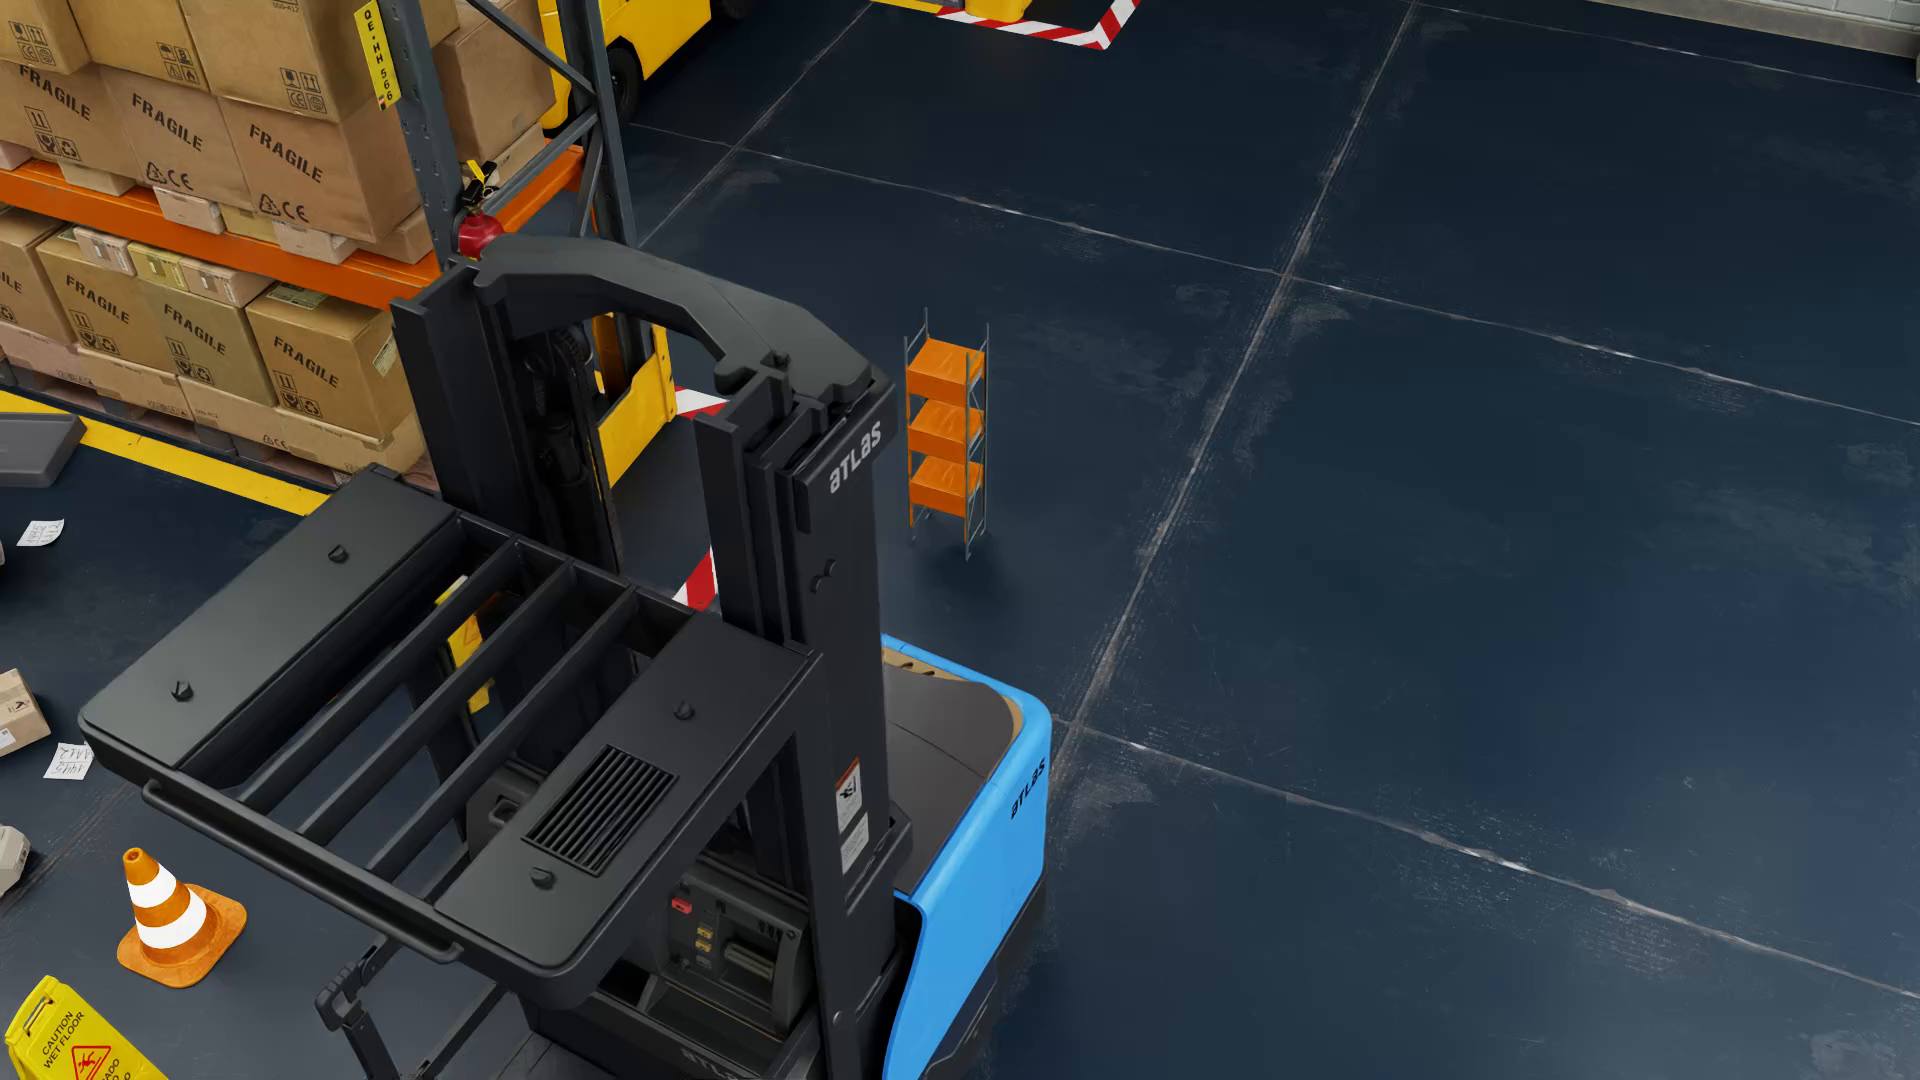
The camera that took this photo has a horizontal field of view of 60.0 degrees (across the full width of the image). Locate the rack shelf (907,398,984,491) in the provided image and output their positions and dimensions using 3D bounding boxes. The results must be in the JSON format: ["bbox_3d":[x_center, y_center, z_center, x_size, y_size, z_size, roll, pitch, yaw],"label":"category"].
[{"bbox_3d":[-0.049,-0.379,6.402,0.240,0.259,0.215,16,47,16],"label":"rack shelf"}]

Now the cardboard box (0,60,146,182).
[{"bbox_3d":[-3.064,-1.691,6.041,0.500,0.500,0.500,16,47,16],"label":"cardboard box"}]

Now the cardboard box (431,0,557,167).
[{"bbox_3d":[-1.867,-1.755,6.105,0.500,0.500,0.500,16,47,15],"label":"cardboard box"}]

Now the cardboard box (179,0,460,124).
[{"bbox_3d":[-2.092,-1.796,5.438,0.500,0.500,0.700,15,47,15],"label":"cardboard box"}]

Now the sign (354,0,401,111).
[{"bbox_3d":[-1.769,-1.471,5.057,0.005,0.325,0.100,16,47,16],"label":"sign"}]

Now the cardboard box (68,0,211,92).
[{"bbox_3d":[-2.556,-1.939,5.581,0.500,0.500,0.700,17,47,16],"label":"cardboard box"}]

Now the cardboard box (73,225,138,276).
[{"bbox_3d":[-3.214,-1.221,6.511,0.250,0.149,0.380,18,48,18],"label":"cardboard box"}]

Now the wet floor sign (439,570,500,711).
[{"bbox_3d":[-1.773,0.278,6.013,0.232,0.644,0.267,33,54,29],"label":"wet floor sign"}]

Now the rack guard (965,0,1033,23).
[{"bbox_3d":[0.393,-3.644,10.058,0.348,0.500,1.175,16,47,16],"label":"rack guard"}]

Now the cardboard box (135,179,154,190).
[{"bbox_3d":[-2.900,-1.469,6.278,0.250,0.149,0.380,17,47,16],"label":"cardboard box"}]

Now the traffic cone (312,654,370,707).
[{"bbox_3d":[-2.430,0.318,6.103,0.334,0.463,0.336,16,47,16],"label":"traffic cone"}]

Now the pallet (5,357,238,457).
[{"bbox_3d":[-3.465,-0.913,7.518,1.213,0.211,1.003,16,47,16],"label":"pallet"}]

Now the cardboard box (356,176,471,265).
[{"bbox_3d":[-1.964,-1.178,5.985,0.250,0.149,0.380,18,48,17],"label":"cardboard box"}]

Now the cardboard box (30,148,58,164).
[{"bbox_3d":[-3.367,-1.606,6.415,0.250,0.149,0.380,16,47,16],"label":"cardboard box"}]

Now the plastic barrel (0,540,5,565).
[{"bbox_3d":[-4.026,0.033,6.416,0.512,0.421,0.421,-20,48,-19],"label":"plastic barrel"}]

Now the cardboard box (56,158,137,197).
[{"bbox_3d":[-3.171,-1.480,6.288,0.250,0.149,0.380,16,47,15],"label":"cardboard box"}]

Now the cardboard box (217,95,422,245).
[{"bbox_3d":[-2.143,-1.413,5.762,0.500,0.500,0.500,16,47,15],"label":"cardboard box"}]

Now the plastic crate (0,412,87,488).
[{"bbox_3d":[-4.095,-0.396,7.091,0.583,0.080,0.402,2,45,2],"label":"plastic crate"}]

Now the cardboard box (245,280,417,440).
[{"bbox_3d":[-2.376,-0.792,6.540,0.500,0.500,0.500,17,47,16],"label":"cardboard box"}]

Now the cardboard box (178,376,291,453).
[{"bbox_3d":[-2.861,-0.669,6.947,0.500,0.250,0.500,17,47,16],"label":"cardboard box"}]

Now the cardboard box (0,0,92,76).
[{"bbox_3d":[-3.066,-2.010,5.653,0.500,0.500,0.700,16,47,15],"label":"cardboard box"}]

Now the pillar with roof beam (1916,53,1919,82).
[{"bbox_3d":[3.956,-3.008,3.393,0.400,9.000,9.100,16,47,16],"label":"pillar with roof beam"}]

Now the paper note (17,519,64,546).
[{"bbox_3d":[-3.737,-0.032,6.761,0.148,0.019,0.142,2,45,2],"label":"paper note"}]

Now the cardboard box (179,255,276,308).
[{"bbox_3d":[-2.741,-1.078,6.367,0.250,0.149,0.380,18,48,17],"label":"cardboard box"}]

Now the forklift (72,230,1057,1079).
[{"bbox_3d":[-0.884,0.933,3.734,1.130,2.935,3.031,22,49,21],"label":"forklift"}]

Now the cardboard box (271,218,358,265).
[{"bbox_3d":[-2.240,-1.174,5.982,0.250,0.149,0.380,16,47,15],"label":"cardboard box"}]

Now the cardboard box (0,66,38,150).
[{"bbox_3d":[-3.525,-1.841,6.191,0.500,0.500,0.500,17,47,16],"label":"cardboard box"}]

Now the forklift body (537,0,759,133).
[{"bbox_3d":[-2.081,-3.563,8.806,1.214,2.155,2.313,16,47,16],"label":"forklift body"}]

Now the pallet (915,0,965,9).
[{"bbox_3d":[-0.351,-3.729,10.348,1.213,0.211,1.003,16,47,16],"label":"pallet"}]

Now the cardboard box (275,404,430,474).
[{"bbox_3d":[-2.408,-0.530,6.807,0.500,0.250,0.500,16,47,16],"label":"cardboard box"}]

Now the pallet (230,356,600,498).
[{"bbox_3d":[-2.343,-0.580,7.184,1.213,0.211,1.003,16,47,16],"label":"pallet"}]

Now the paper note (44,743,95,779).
[{"bbox_3d":[-3.175,0.787,5.937,0.142,0.019,0.148,2,45,2],"label":"paper note"}]

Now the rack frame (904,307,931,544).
[{"bbox_3d":[-0.162,-0.420,6.428,0.008,1.050,0.200,16,47,16],"label":"rack frame"}]

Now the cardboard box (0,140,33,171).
[{"bbox_3d":[-3.641,-1.604,6.413,0.250,0.149,0.380,16,47,16],"label":"cardboard box"}]

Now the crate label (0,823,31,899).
[{"bbox_3d":[-3.293,1.075,5.573,0.298,0.136,0.250,-5,45,-5],"label":"crate label"}]

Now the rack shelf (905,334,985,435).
[{"bbox_3d":[-0.049,-0.580,6.202,0.240,0.259,0.215,16,47,16],"label":"rack shelf"}]

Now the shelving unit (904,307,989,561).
[{"bbox_3d":[-0.049,-0.387,6.394,0.252,1.050,0.215,16,47,16],"label":"shelving unit"}]

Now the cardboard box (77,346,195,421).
[{"bbox_3d":[-3.346,-0.807,7.086,0.500,0.250,0.500,15,47,14],"label":"cardboard box"}]

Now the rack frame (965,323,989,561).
[{"bbox_3d":[0.063,-0.354,6.361,0.008,1.050,0.200,16,47,16],"label":"rack frame"}]

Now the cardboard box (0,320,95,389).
[{"bbox_3d":[-3.800,-0.949,7.229,0.500,0.250,0.500,16,47,15],"label":"cardboard box"}]

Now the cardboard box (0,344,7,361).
[{"bbox_3d":[-4.290,-1.091,7.372,0.500,0.250,0.500,19,48,18],"label":"cardboard box"}]

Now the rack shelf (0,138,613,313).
[{"bbox_3d":[-3.382,-1.593,6.734,4.000,0.370,1.077,16,47,16],"label":"rack shelf"}]

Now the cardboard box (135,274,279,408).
[{"bbox_3d":[-2.859,-0.932,6.680,0.500,0.500,0.500,18,48,17],"label":"cardboard box"}]

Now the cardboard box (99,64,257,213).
[{"bbox_3d":[-2.604,-1.552,5.902,0.500,0.500,0.500,17,47,16],"label":"cardboard box"}]

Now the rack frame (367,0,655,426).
[{"bbox_3d":[-1.536,-1.305,5.934,0.127,3.000,1.000,16,47,16],"label":"rack frame"}]

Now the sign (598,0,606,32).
[{"bbox_3d":[-1.328,-1.965,5.984,0.005,0.325,0.100,16,47,16],"label":"sign"}]

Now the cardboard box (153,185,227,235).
[{"bbox_3d":[-2.718,-1.308,6.116,0.250,0.149,0.380,17,47,17],"label":"cardboard box"}]

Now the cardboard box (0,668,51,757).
[{"bbox_3d":[-3.523,0.665,5.976,0.380,0.149,0.250,-28,51,-25],"label":"cardboard box"}]

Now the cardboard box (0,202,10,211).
[{"bbox_3d":[-3.971,-1.442,6.733,0.250,0.149,0.380,19,48,18],"label":"cardboard box"}]

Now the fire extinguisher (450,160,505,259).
[{"bbox_3d":[-1.608,-0.946,5.629,0.183,0.674,0.296,16,47,16],"label":"fire extinguisher"}]

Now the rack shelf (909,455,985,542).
[{"bbox_3d":[-0.049,-0.182,6.598,0.240,0.259,0.215,16,47,16],"label":"rack shelf"}]

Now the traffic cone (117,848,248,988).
[{"bbox_3d":[-2.543,1.133,5.284,0.334,0.463,0.336,16,47,16],"label":"traffic cone"}]

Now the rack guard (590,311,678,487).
[{"bbox_3d":[-1.607,-0.439,6.837,0.348,0.500,1.175,16,47,16],"label":"rack guard"}]

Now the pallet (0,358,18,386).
[{"bbox_3d":[-4.595,-1.243,7.850,1.213,0.211,1.003,16,47,16],"label":"pallet"}]

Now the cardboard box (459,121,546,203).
[{"bbox_3d":[-1.770,-1.443,6.251,0.250,0.149,0.380,17,47,16],"label":"cardboard box"}]

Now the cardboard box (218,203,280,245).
[{"bbox_3d":[-2.469,-1.258,6.066,0.250,0.149,0.380,16,47,15],"label":"cardboard box"}]

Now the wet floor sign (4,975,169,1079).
[{"bbox_3d":[-2.560,1.499,4.786,0.232,0.644,0.267,9,46,9],"label":"wet floor sign"}]

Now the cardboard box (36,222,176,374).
[{"bbox_3d":[-3.322,-1.073,6.822,0.500,0.500,0.500,15,47,15],"label":"cardboard box"}]

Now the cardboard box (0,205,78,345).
[{"bbox_3d":[-3.811,-1.215,6.965,0.500,0.500,0.500,19,48,18],"label":"cardboard box"}]

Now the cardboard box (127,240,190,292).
[{"bbox_3d":[-2.972,-1.149,6.438,0.250,0.149,0.380,17,47,16],"label":"cardboard box"}]
